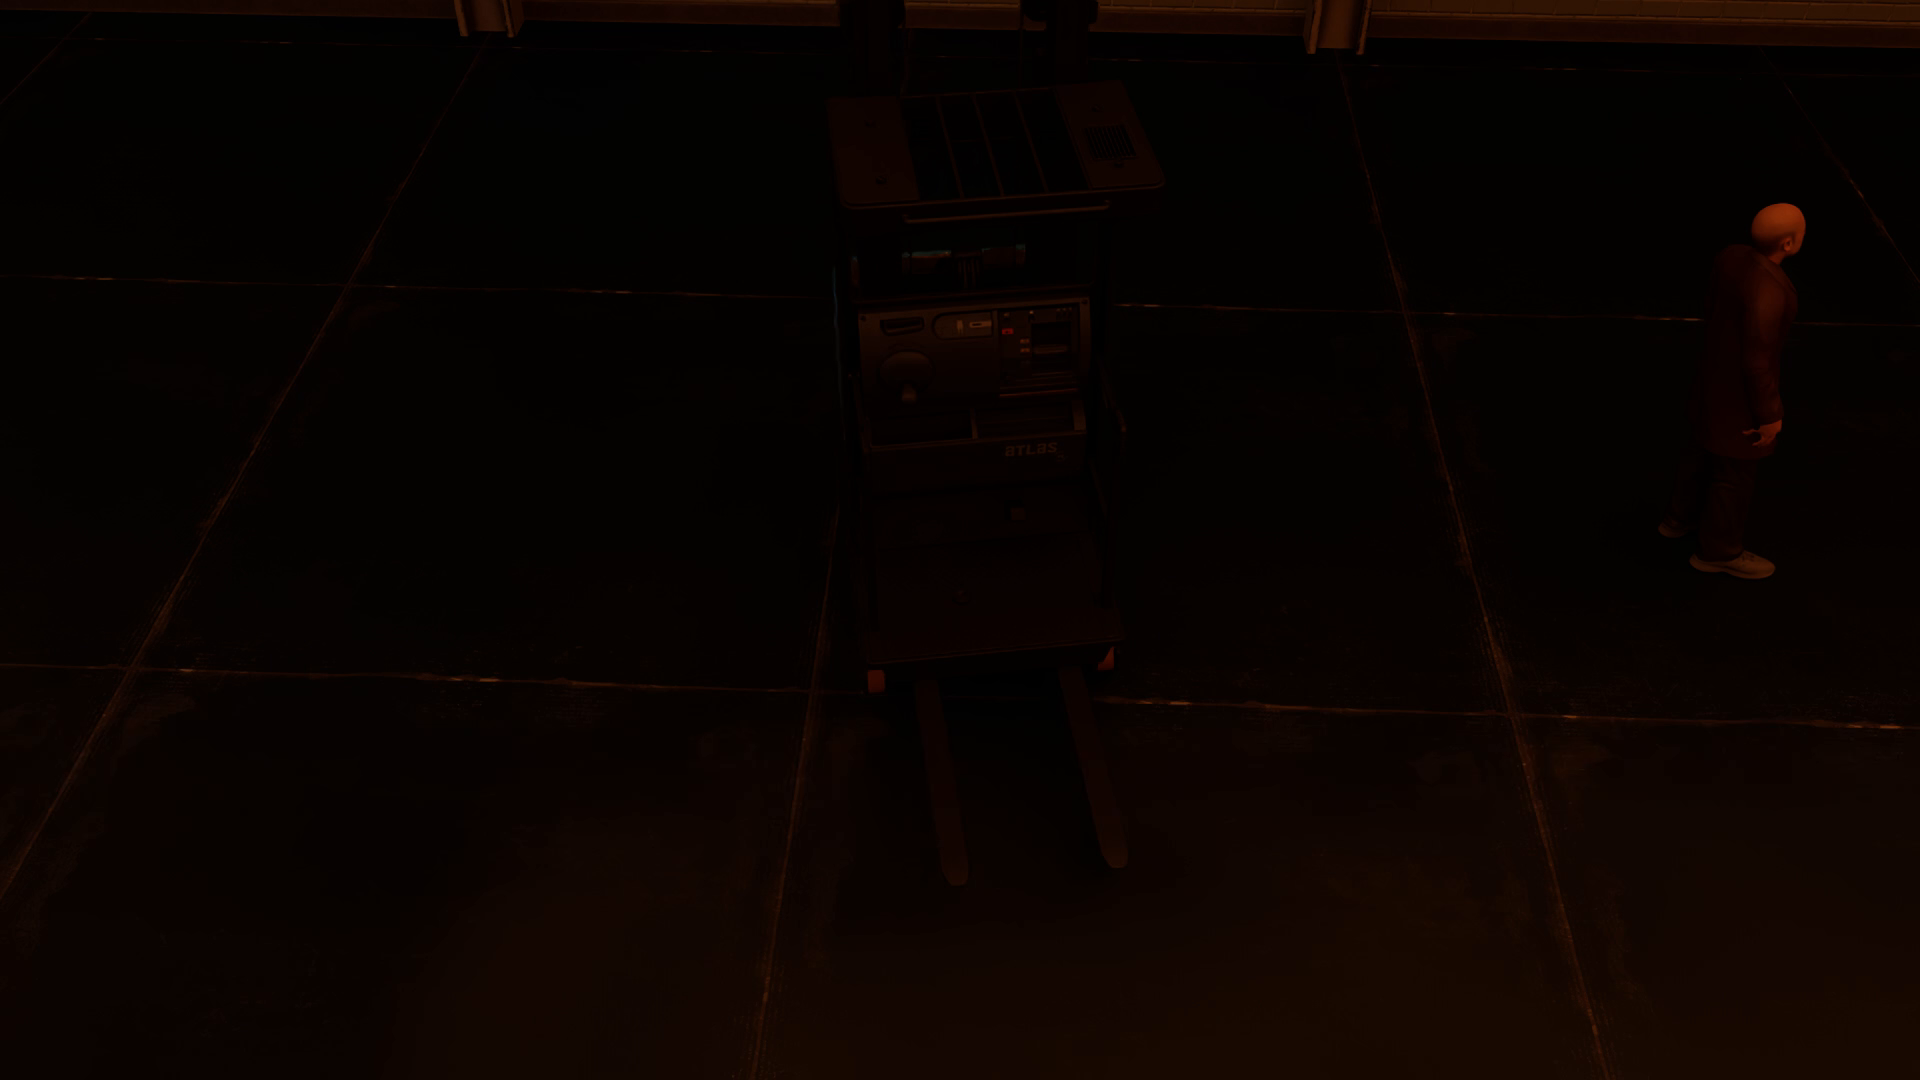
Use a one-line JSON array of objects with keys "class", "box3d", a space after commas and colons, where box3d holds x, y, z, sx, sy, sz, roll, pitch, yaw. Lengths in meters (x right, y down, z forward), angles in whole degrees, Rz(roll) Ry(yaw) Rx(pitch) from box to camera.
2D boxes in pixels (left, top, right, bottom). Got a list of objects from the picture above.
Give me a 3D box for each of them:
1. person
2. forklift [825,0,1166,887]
[{"class": "person", "box3d": [3.505, -0.670, 7.329, 0.559, 1.783, 0.690, 1, 42, 1]}, {"class": "forklift", "box3d": [0.092, -0.674, 6.480, 1.130, 2.935, 3.031, -5, 43, -6]}]
